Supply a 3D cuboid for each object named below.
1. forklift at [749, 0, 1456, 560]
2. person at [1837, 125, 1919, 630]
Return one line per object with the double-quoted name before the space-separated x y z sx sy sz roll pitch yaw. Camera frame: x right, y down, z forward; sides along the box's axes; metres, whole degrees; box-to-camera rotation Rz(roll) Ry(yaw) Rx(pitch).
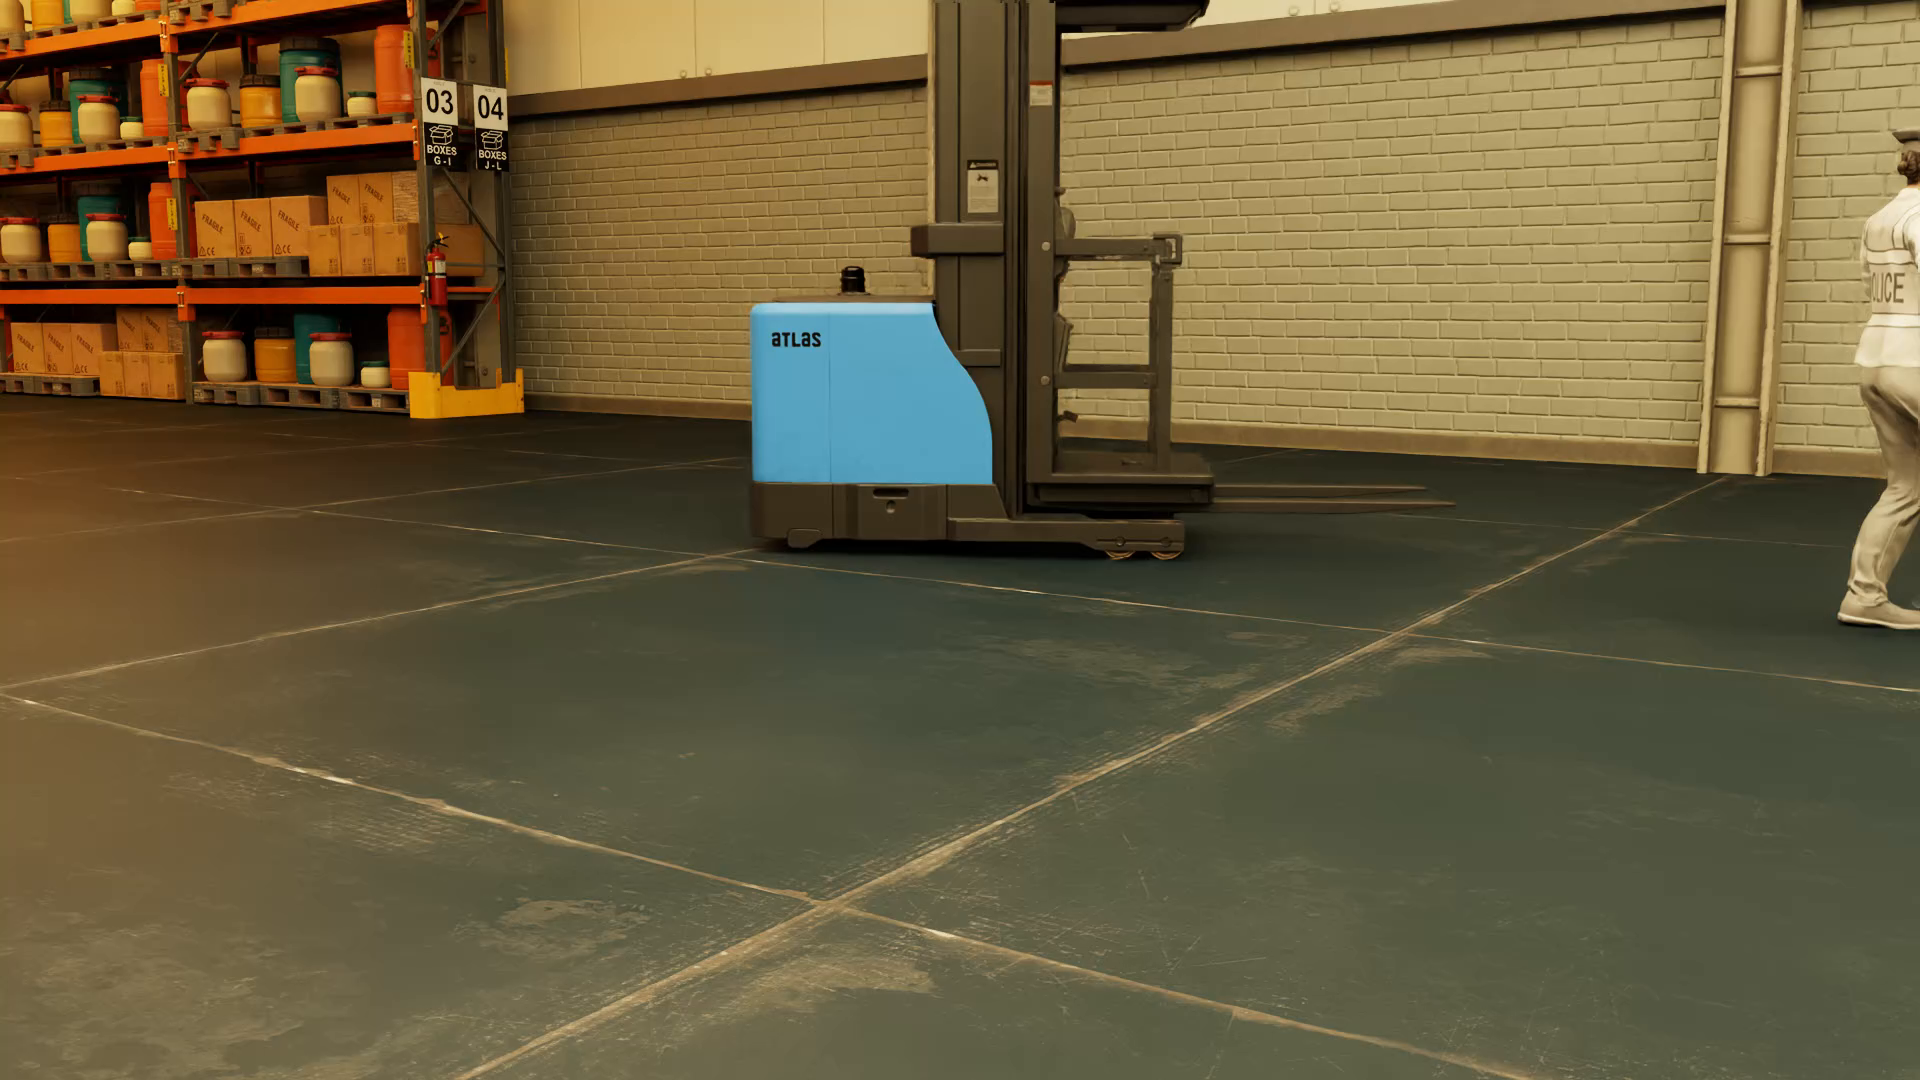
"forklift" 0.629 -1.445 7.355 3.031 2.935 1.130 1 8 4
"person" 3.182 -0.490 5.403 0.480 1.694 0.873 1 8 9
